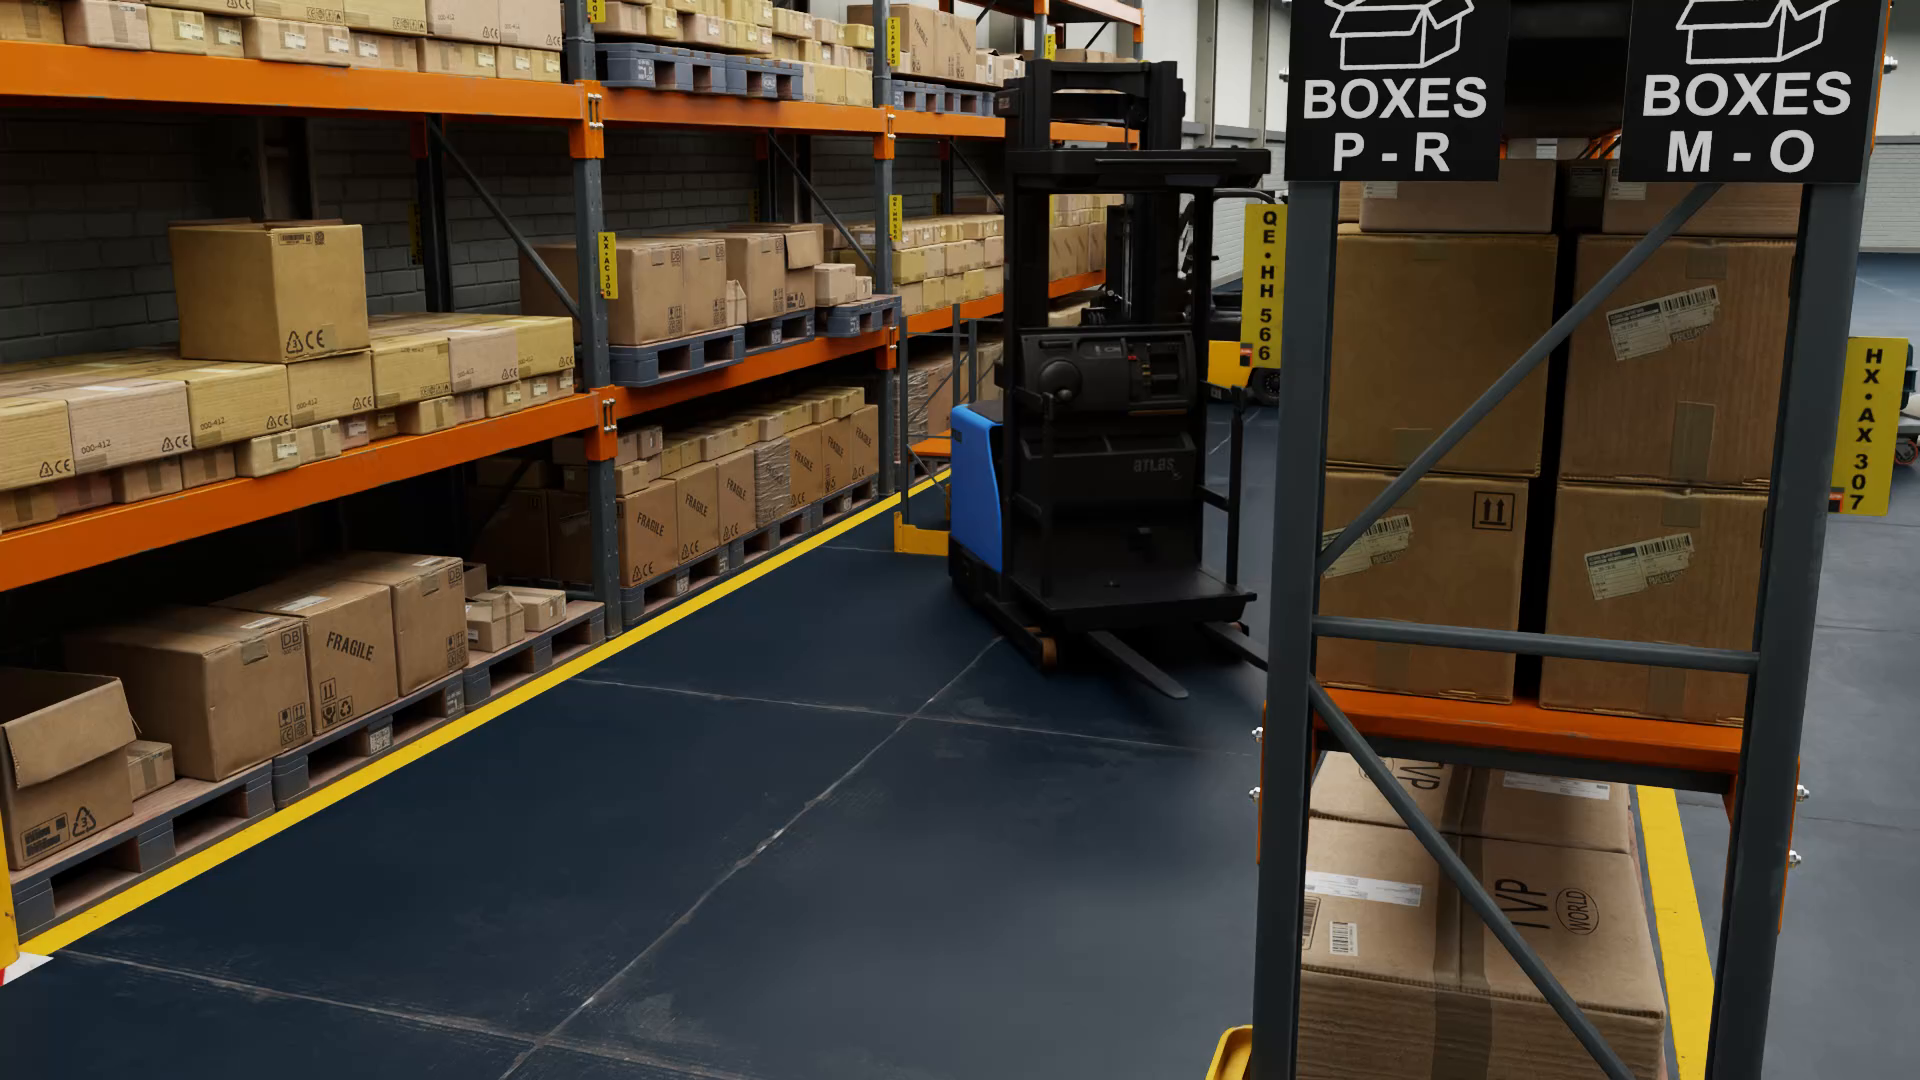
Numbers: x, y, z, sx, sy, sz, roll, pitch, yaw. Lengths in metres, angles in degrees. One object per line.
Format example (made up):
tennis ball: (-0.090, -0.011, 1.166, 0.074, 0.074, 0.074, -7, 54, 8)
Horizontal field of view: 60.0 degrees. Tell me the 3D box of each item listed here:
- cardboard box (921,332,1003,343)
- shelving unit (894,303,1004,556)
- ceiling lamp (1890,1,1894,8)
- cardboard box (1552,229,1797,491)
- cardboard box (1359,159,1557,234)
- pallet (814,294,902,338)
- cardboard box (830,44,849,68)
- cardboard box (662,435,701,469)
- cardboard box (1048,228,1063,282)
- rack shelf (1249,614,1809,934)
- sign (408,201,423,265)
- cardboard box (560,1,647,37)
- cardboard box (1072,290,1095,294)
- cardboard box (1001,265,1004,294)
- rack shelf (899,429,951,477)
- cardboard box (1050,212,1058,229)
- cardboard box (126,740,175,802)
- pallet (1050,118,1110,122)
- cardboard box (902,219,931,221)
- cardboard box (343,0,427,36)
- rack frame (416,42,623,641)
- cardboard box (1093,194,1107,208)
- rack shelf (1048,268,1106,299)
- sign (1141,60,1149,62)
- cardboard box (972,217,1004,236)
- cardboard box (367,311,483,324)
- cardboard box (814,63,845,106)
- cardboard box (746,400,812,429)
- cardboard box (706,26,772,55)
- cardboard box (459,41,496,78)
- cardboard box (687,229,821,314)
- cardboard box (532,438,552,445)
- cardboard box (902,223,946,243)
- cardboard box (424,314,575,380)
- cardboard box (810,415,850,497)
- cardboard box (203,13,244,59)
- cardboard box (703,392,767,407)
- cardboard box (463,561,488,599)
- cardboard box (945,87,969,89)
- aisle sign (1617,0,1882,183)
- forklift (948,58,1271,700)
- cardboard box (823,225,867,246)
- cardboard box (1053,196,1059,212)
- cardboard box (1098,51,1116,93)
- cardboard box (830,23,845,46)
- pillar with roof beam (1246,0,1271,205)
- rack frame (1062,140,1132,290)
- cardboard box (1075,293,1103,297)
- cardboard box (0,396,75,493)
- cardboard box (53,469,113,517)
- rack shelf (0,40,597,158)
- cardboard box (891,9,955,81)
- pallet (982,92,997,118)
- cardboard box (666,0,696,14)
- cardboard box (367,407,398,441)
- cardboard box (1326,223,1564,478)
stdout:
cardboard box: (0.153, -1.606, 15.677, 0.875, 0.625, 0.625, 5, 14, 21)
shelving unit: (0.025, -0.747, 10.891, 0.587, 1.500, 1.083, 4, 14, 18)
ceiling lamp: (20.471, -13.830, 38.240, 2.000, 3.185, 0.800, 4, 14, 18)
cardboard box: (1.552, -0.403, 3.543, 0.500, 0.500, 0.500, 4, 13, 17)
cardboard box: (1.053, -0.729, 3.512, 0.380, 0.149, 0.250, 5, 14, 19)
pallet: (-1.135, -1.586, 11.628, 1.213, 0.211, 1.003, 4, 14, 18)
cardboard box: (-0.972, -3.266, 11.257, 0.380, 0.149, 0.250, 4, 13, 17)
cardboard box: (-1.744, -0.522, 9.748, 0.380, 0.149, 0.250, 4, 13, 17)
cardboard box: (0.702, -2.793, 16.260, 0.500, 0.500, 0.500, 4, 13, 17)
rack shelf: (1.774, 0.143, 5.237, 1.077, 0.370, 4.000, 4, 14, 18)
sign: (-2.803, -1.589, 8.607, 0.100, 0.325, 0.005, 4, 14, 18)
cardboard box: (-1.804, -2.613, 8.351, 0.380, 0.149, 0.250, 5, 14, 19)
cardboard box: (1.271, -2.776, 19.398, 0.500, 0.250, 0.500, 4, 13, 18)
cardboard box: (0.239, -2.365, 14.948, 0.500, 0.250, 0.500, 4, 14, 18)
rack shelf: (0.028, -0.574, 10.940, 0.538, 0.185, 1.000, 4, 14, 18)
cardboard box: (0.746, -3.138, 16.311, 0.380, 0.149, 0.250, 5, 14, 20)
cardboard box: (-3.109, 0.833, 6.059, 0.380, 0.149, 0.250, 4, 13, 16)
pallet: (0.960, -4.527, 17.537, 1.003, 0.211, 1.213, 4, 14, 18)
cardboard box: (-0.468, -2.712, 14.445, 0.380, 0.149, 0.250, 4, 14, 18)
cardboard box: (-2.531, -2.183, 6.738, 0.500, 0.250, 0.500, 5, 14, 20)
rack frame: (-2.277, -0.985, 8.564, 1.000, 3.000, 0.127, 4, 14, 18)
cardboard box: (1.371, -3.655, 17.912, 0.380, 0.149, 0.250, 5, 14, 20)
rack shelf: (0.959, -2.740, 17.869, 1.077, 0.370, 4.000, 4, 14, 18)
sign: (2.115, -5.325, 19.027, 0.100, 0.325, 0.005, 4, 14, 18)
cardboard box: (0.256, -2.779, 14.738, 0.380, 0.149, 0.250, 4, 13, 17)
cardboard box: (-2.693, -0.972, 8.176, 0.500, 0.250, 0.500, 4, 14, 18)
cardboard box: (-1.081, -2.985, 10.923, 0.500, 0.250, 0.500, 4, 14, 19)
cardboard box: (-1.217, -0.843, 11.158, 0.380, 0.149, 0.250, 5, 14, 20)
cardboard box: (-1.331, -2.939, 9.777, 0.380, 0.149, 0.250, 5, 14, 20)
cardboard box: (-2.291, -2.121, 7.364, 0.380, 0.149, 0.250, 5, 14, 20)
cardboard box: (-1.336, -1.726, 10.632, 0.797, 0.503, 0.637, 4, 13, 17)
cardboard box: (-2.280, -0.494, 9.625, 0.380, 0.149, 0.250, 5, 14, 19)
cardboard box: (-0.331, -2.462, 13.350, 0.380, 0.149, 0.250, 5, 14, 19)
cardboard box: (-2.211, -0.933, 8.001, 0.500, 0.250, 0.500, 5, 14, 20)
cardboard box: (-1.088, -0.605, 11.569, 0.500, 0.500, 0.500, 4, 13, 18)
cardboard box: (-2.811, -1.801, 5.960, 0.380, 0.149, 0.250, 4, 14, 18)
cardboard box: (-1.562, -0.930, 11.539, 0.380, 0.149, 0.250, 5, 14, 19)
cardboard box: (-2.714, 0.243, 8.282, 0.500, 0.311, 0.500, 5, 14, 20)
cardboard box: (-0.116, -4.037, 14.590, 0.380, 0.149, 0.250, 4, 14, 18)
aisle sign: (1.378, -1.018, 2.865, 0.394, 0.787, 0.004, 4, 14, 18)
forklift: (0.823, -0.884, 8.276, 1.130, 2.935, 3.031, -4, 13, -15)
cardboard box: (-0.948, -2.389, 13.031, 0.380, 0.149, 0.250, 4, 14, 18)
cardboard box: (0.769, -3.341, 16.536, 0.380, 0.149, 0.250, 4, 13, 17)
cardboard box: (1.267, -4.957, 17.833, 0.700, 0.500, 0.500, 4, 14, 19)
cardboard box: (-0.999, -3.415, 11.240, 0.380, 0.149, 0.250, 4, 13, 16)
pillar with roof beam: (10.425, -9.835, 33.855, 9.100, 9.000, 0.400, 4, 14, 18)
rack frame: (1.606, -3.512, 19.634, 1.000, 3.000, 0.127, 4, 14, 18)
cardboard box: (1.592, -2.636, 18.786, 0.500, 0.250, 0.500, 5, 14, 19)
cardboard box: (-3.169, -0.291, 5.191, 0.500, 0.250, 0.500, 4, 14, 19)
cardboard box: (-3.114, -0.185, 5.622, 0.380, 0.149, 0.250, 4, 14, 18)
rack shelf: (-2.924, -1.676, 6.466, 1.077, 0.370, 4.000, 4, 14, 18)
cardboard box: (-0.449, -3.841, 12.940, 0.700, 0.500, 0.500, 4, 13, 17)
pallet: (0.039, -3.852, 14.814, 0.805, 0.209, 1.217, 4, 13, 16)
cardboard box: (-1.624, -2.867, 8.794, 0.380, 0.149, 0.250, 4, 13, 17)
cardboard box: (-2.622, -0.509, 7.043, 0.380, 0.149, 0.250, 5, 14, 19)
cardboard box: (1.058, -0.441, 3.709, 0.500, 0.500, 0.500, 5, 14, 20)
